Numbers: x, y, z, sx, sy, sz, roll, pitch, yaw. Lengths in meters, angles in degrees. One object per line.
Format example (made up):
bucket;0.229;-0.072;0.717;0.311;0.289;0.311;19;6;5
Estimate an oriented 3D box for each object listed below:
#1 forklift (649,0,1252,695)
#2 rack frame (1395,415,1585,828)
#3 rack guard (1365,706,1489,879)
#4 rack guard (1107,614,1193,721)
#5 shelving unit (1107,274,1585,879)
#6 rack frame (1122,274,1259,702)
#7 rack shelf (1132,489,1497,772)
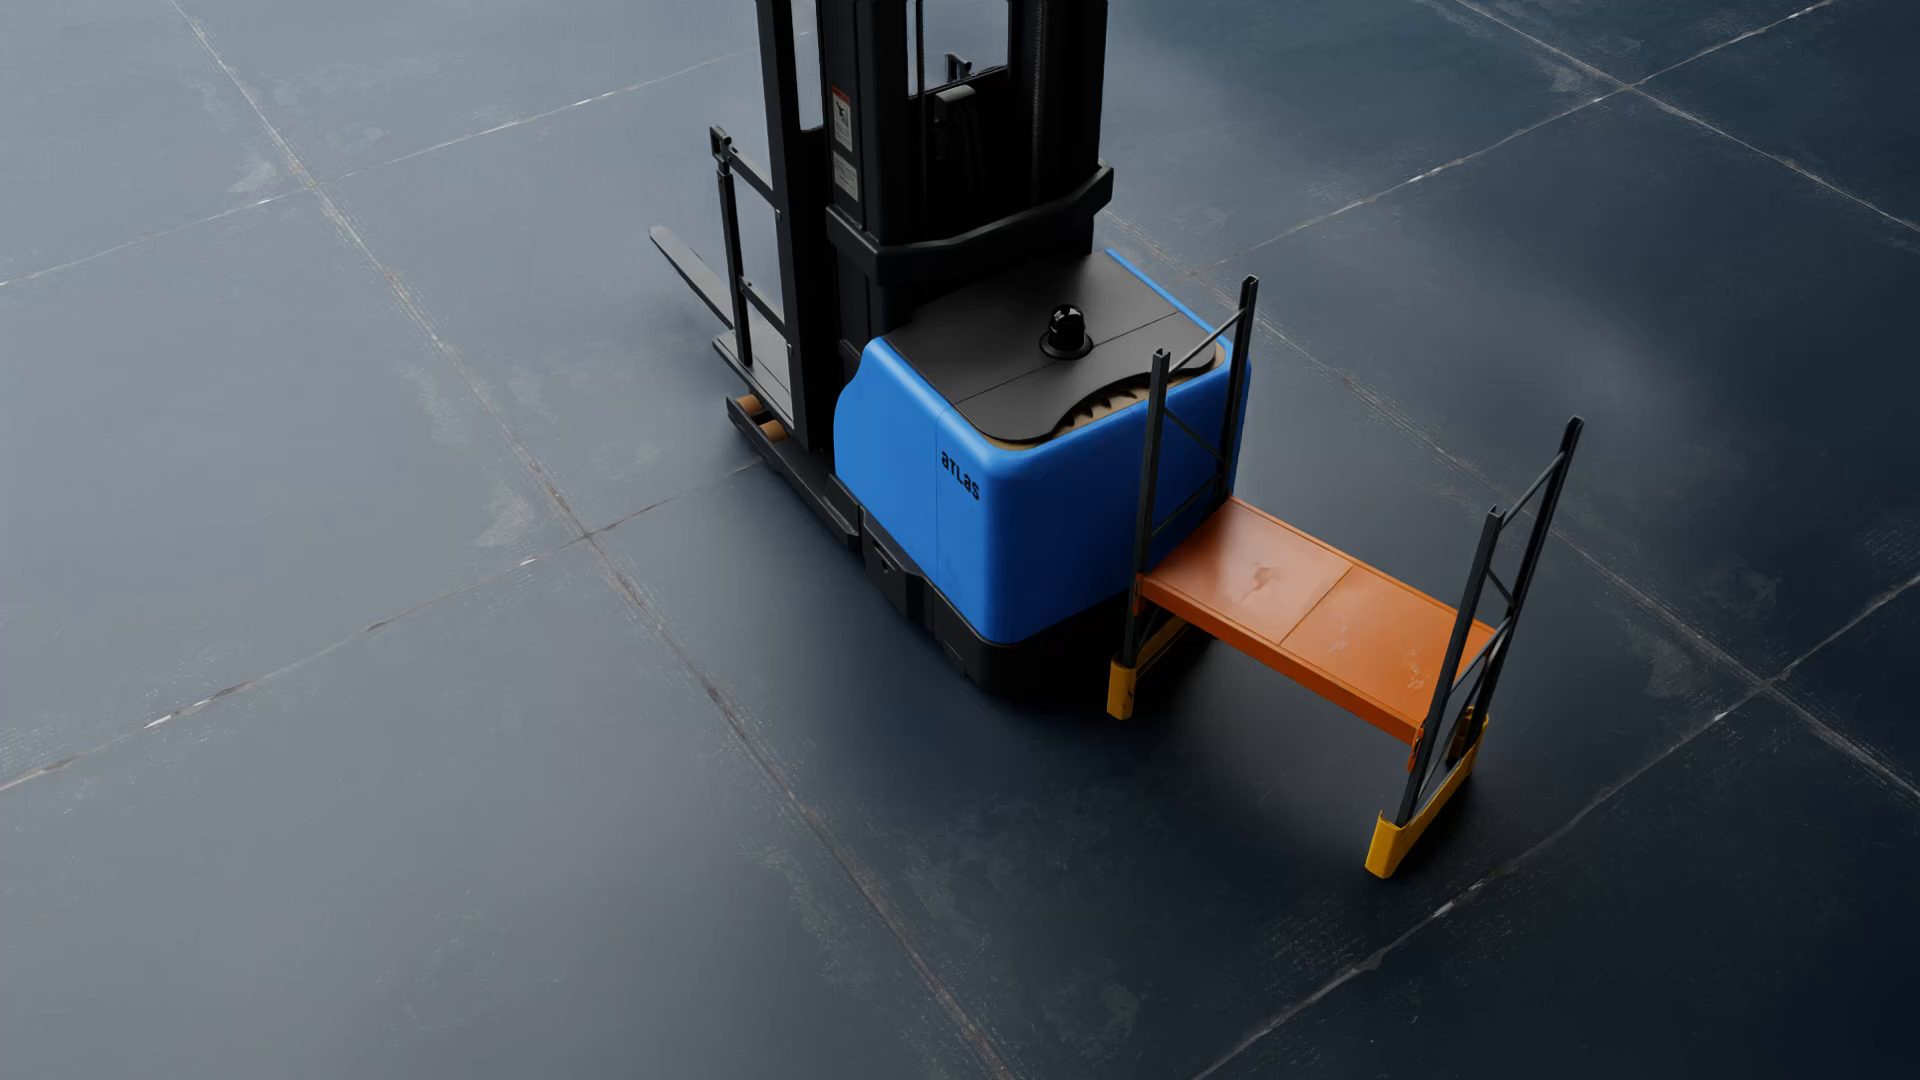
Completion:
forklift;-0.272;-1.529;5.729;1.130;2.935;3.031;-24;49;-23
rack frame;1.488;0.348;4.799;0.032;1.500;0.500;30;51;28
rack guard;1.474;0.791;5.240;0.087;0.250;0.587;30;51;28
rack guard;0.709;0.351;5.701;0.087;0.250;0.587;30;51;28
shelving unit;1.091;0.119;5.039;1.083;1.500;0.587;30;51;28
rack frame;0.708;-0.102;5.270;0.032;1.500;0.500;30;51;28
rack shelf;1.098;0.253;5.159;1.000;0.185;0.538;30;51;28
